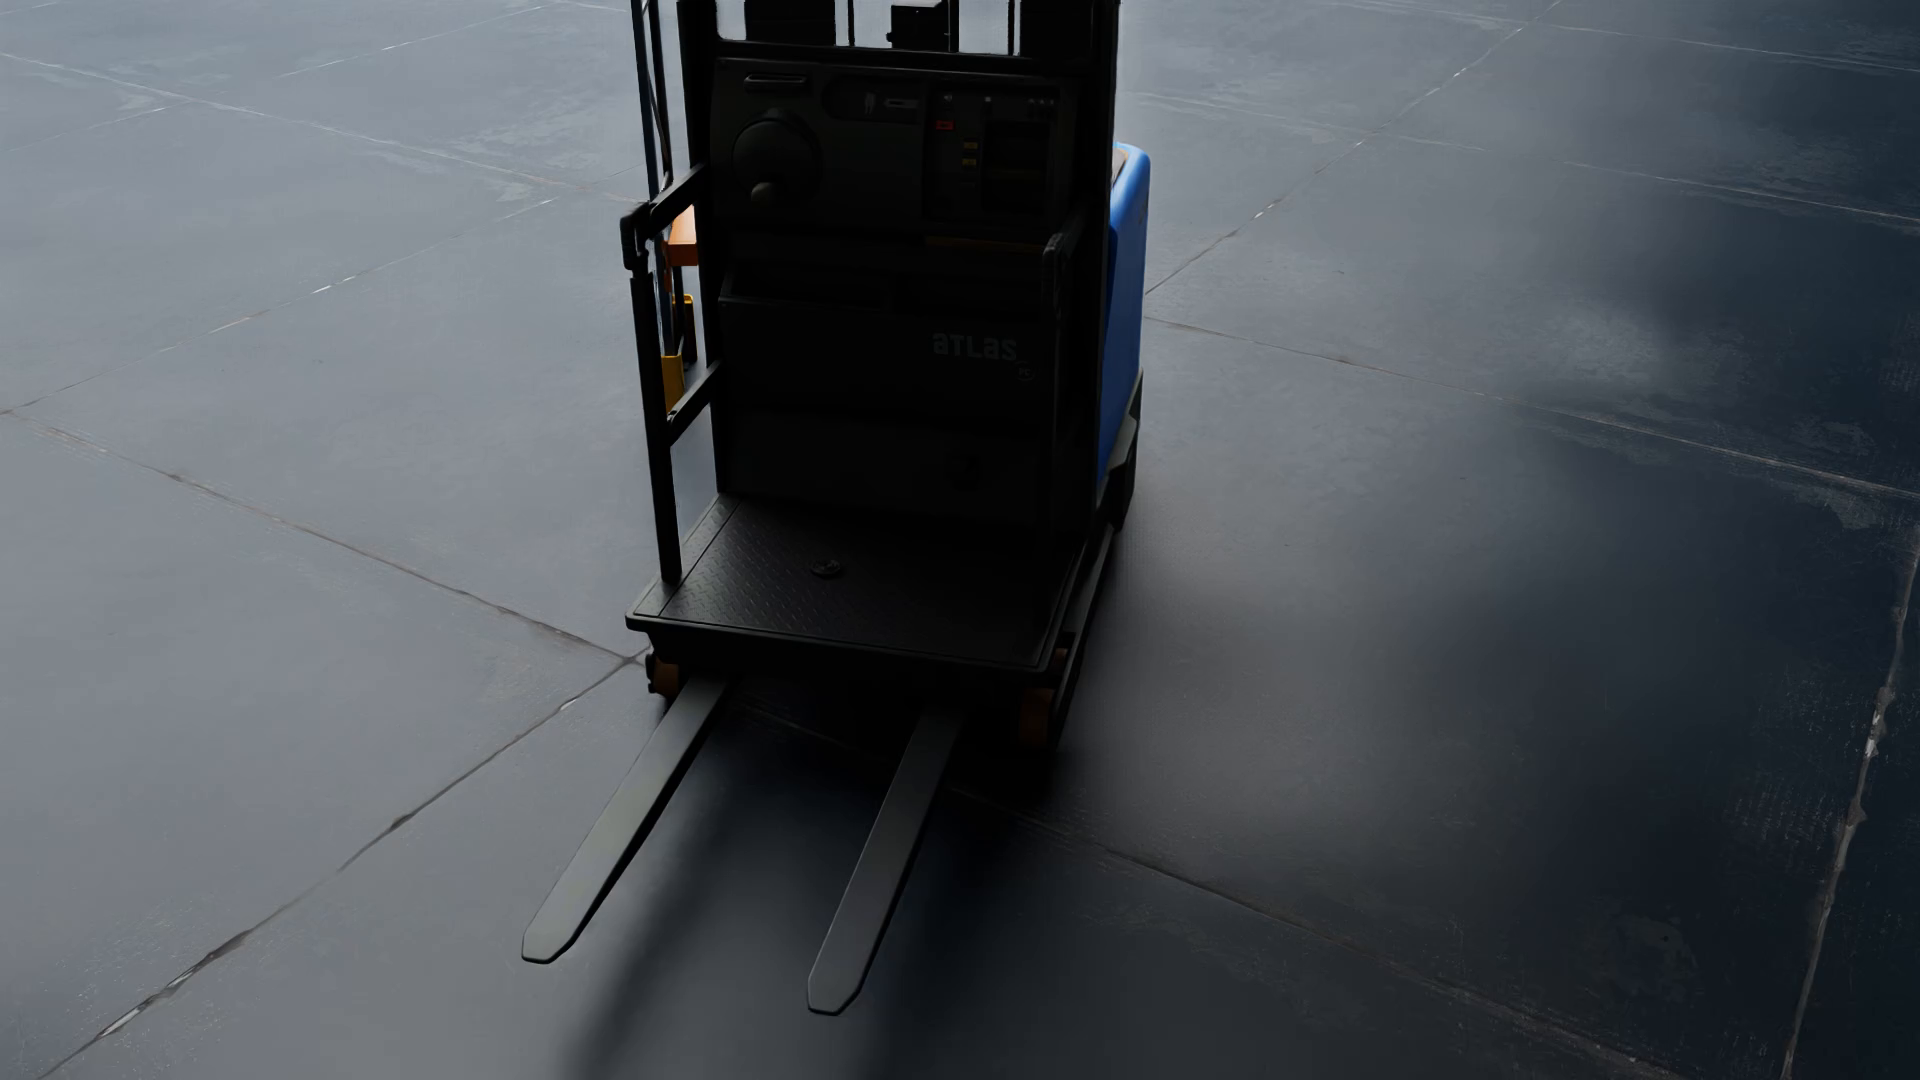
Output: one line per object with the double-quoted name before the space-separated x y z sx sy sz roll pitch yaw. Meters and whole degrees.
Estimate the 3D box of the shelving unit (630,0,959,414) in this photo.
"shelving unit" -0.550 -1.239 5.886 1.083 1.500 0.587 -2 30 -3

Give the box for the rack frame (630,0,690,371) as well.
"rack frame" -1.048 -1.224 5.859 0.032 1.500 0.500 -2 30 -3

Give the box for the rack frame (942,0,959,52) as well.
"rack frame" -0.033 -1.256 5.914 0.032 1.500 0.500 -2 30 -3

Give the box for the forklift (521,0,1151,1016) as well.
"forklift" -0.217 -0.933 3.940 1.130 2.935 3.031 7 31 11

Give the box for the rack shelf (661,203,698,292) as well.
"rack shelf" -0.541 -1.084 5.977 1.000 0.185 0.538 -2 30 -3

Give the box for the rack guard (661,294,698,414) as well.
"rack guard" -1.047 -0.684 6.174 0.087 0.250 0.587 -2 30 -3
